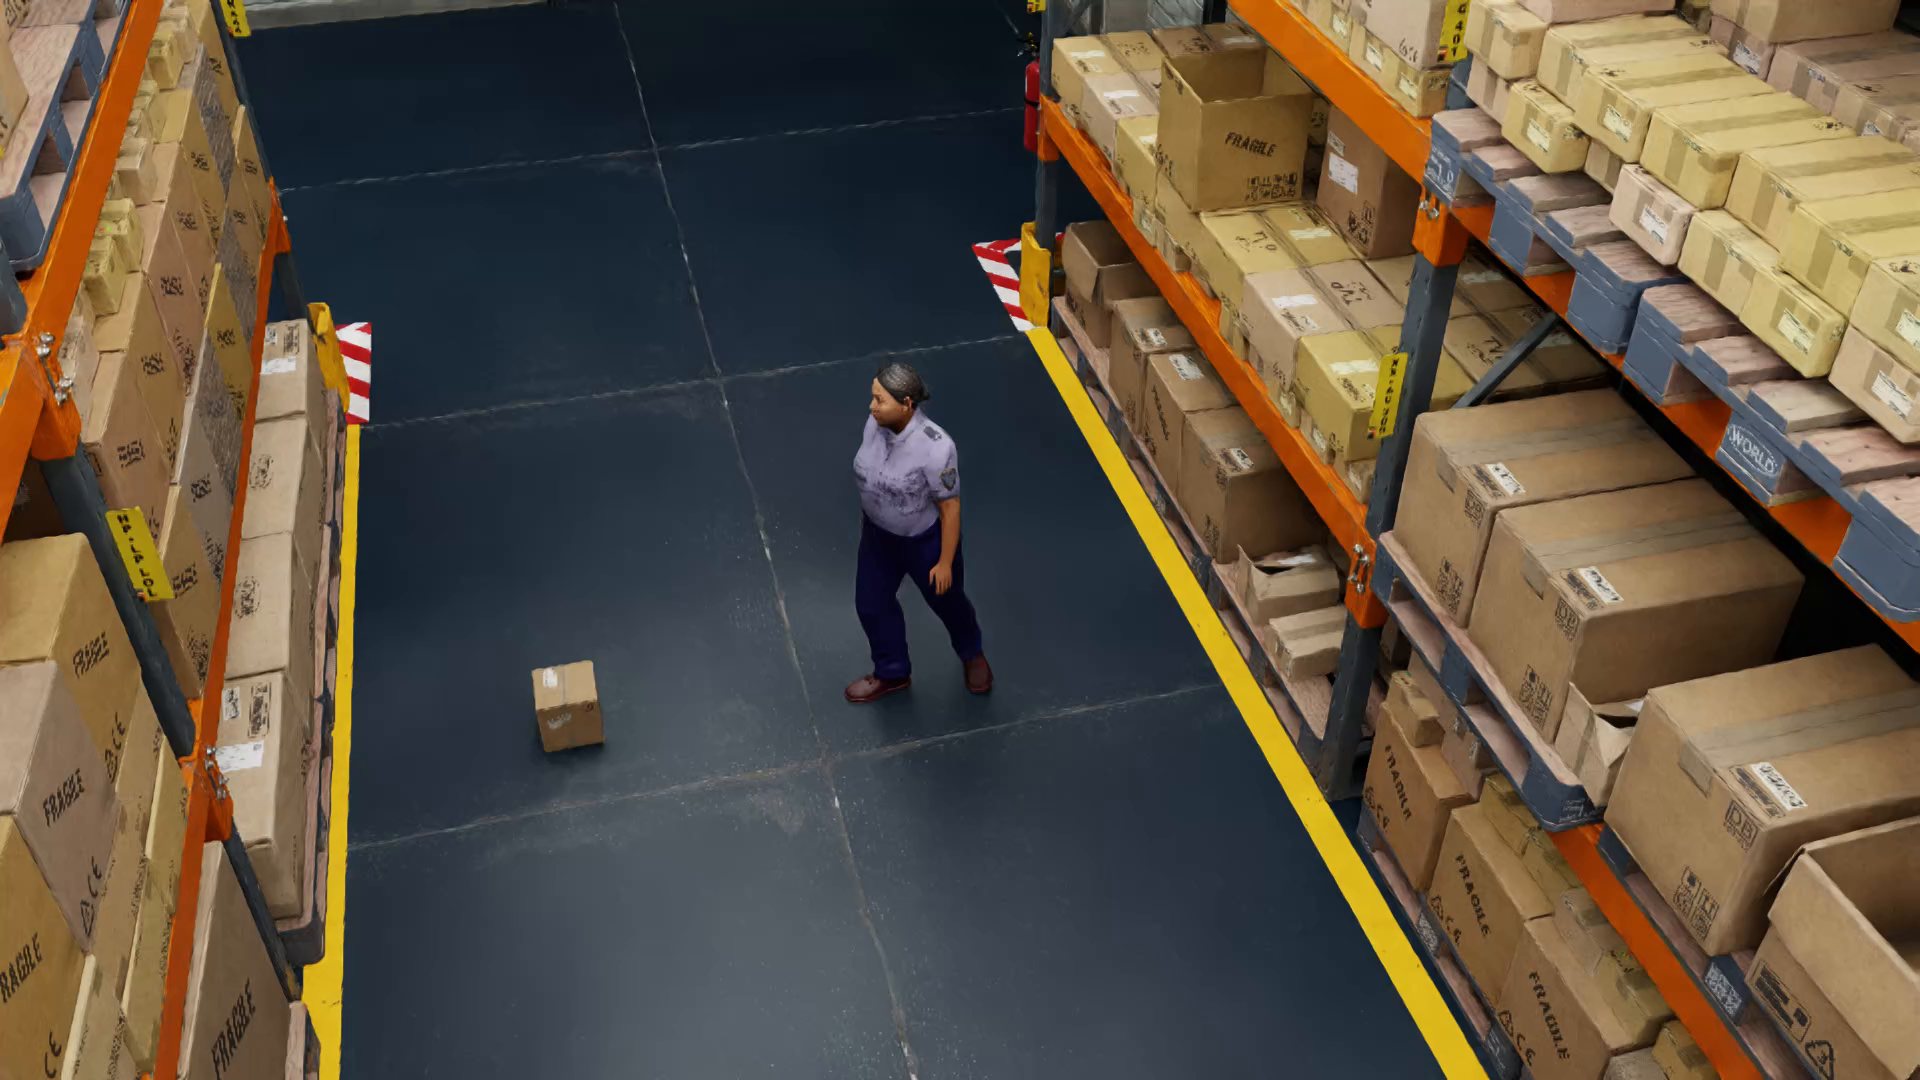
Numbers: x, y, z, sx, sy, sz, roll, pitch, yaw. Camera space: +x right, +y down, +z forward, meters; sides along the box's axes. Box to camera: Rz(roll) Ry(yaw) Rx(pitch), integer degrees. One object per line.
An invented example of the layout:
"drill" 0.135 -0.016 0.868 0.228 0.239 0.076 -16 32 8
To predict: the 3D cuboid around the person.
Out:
"person" -0.186 -0.026 6.774 0.584 1.625 0.605 29 47 32
